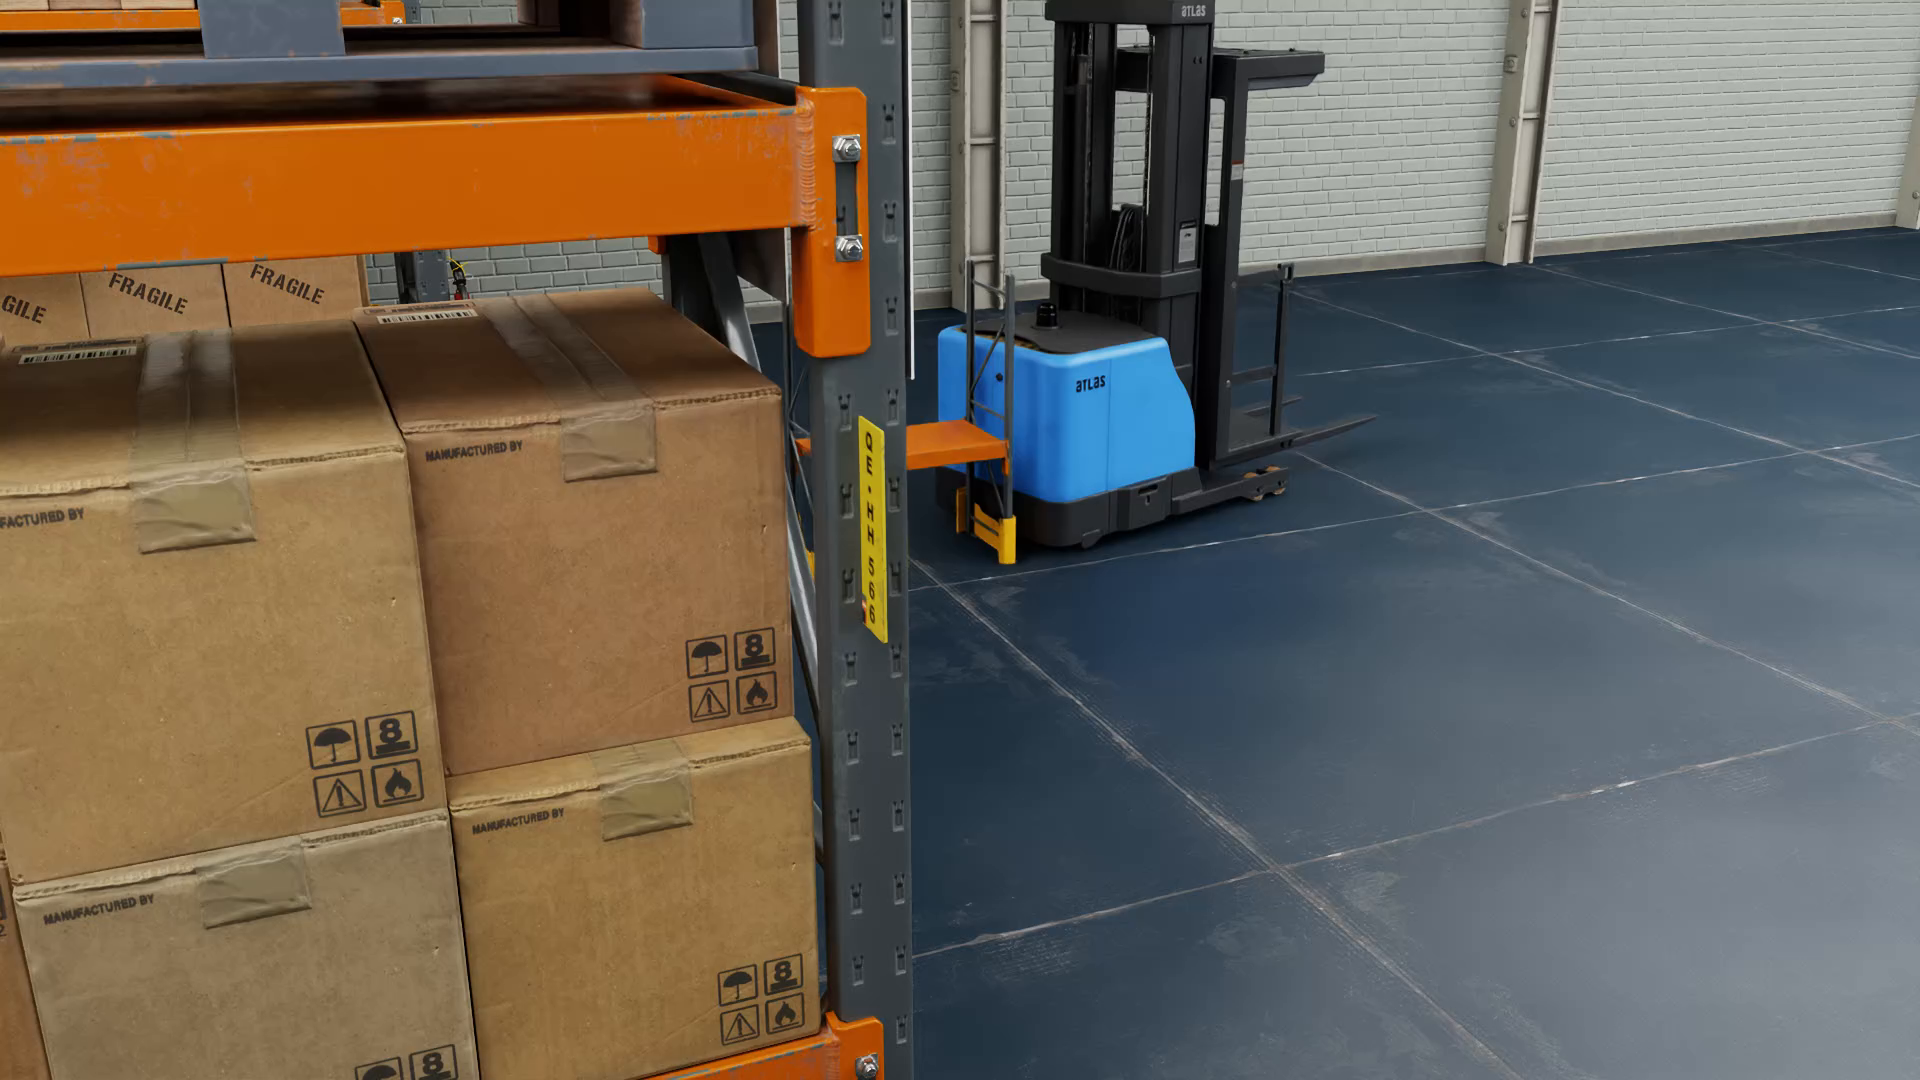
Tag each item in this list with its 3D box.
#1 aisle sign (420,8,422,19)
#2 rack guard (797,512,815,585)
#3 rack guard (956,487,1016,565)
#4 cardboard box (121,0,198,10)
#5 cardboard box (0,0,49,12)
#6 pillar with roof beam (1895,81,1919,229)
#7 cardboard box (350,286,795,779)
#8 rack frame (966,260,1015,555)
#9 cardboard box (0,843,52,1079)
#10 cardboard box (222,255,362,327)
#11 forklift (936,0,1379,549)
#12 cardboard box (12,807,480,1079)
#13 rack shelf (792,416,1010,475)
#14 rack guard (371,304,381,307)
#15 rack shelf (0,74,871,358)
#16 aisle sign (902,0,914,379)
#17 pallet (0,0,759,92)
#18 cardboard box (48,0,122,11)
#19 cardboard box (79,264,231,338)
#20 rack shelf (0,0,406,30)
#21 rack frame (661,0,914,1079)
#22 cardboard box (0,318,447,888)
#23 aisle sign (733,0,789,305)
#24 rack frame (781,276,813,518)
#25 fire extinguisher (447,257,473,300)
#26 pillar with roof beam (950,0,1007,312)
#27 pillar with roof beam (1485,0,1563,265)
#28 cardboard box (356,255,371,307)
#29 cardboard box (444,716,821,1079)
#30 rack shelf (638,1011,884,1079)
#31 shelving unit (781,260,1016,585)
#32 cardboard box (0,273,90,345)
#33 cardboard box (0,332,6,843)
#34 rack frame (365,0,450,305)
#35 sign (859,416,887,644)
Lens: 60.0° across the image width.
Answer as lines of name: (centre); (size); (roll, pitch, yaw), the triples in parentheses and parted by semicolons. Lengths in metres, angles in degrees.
aisle sign: (-2.213, -2.166, 6.743); (0.004, 0.787, 0.394); (-8, 21, -22)
rack guard: (-0.768, 0.061, 8.474); (0.087, 0.250, 0.587); (-9, 21, -24)
rack guard: (0.134, -0.080, 8.872); (0.087, 0.250, 0.587); (-9, 21, -24)
cardboard box: (-3.075, -2.117, 6.380); (0.250, 0.149, 0.380); (-7, 21, -20)
cardboard box: (-3.544, -2.057, 6.209); (0.250, 0.149, 0.380); (-8, 21, -22)
pillar with roof beam: (12.882, -6.601, 14.221); (0.400, 9.000, 9.100); (-8, 21, -22)
cardboard box: (-0.687, -0.067, 2.844); (0.550, 0.550, 0.875); (-8, 21, -22)
rack frame: (0.152, -0.672, 8.672); (0.032, 1.500, 0.500); (-9, 21, -24)
cardboard box: (-1.714, 0.582, 2.626); (0.550, 0.550, 0.875); (-8, 21, -22)
cardboard box: (-2.774, -1.052, 6.896); (0.500, 0.500, 0.500); (-9, 21, -23)
forklift: (1.310, -1.724, 9.504); (3.031, 2.935, 1.130); (-16, 25, -38)
cardboard box: (-1.150, 0.547, 2.726); (0.550, 0.550, 0.875); (-8, 21, -22)
rack shelf: (-0.309, -0.431, 8.529); (1.000, 0.185, 0.538); (-9, 21, -24)
rack guard: (-4.332, -1.358, 12.125); (0.348, 0.500, 1.175); (-8, 21, -22)
rack shelf: (-2.168, -0.336, 2.028); (4.000, 0.370, 1.077); (-8, 21, -22)
aisle sign: (-0.147, -0.668, 2.489); (0.004, 0.787, 0.394); (-8, 21, -22)
pallet: (-1.008, -0.796, 2.384); (1.213, 0.211, 1.003); (-8, 21, -22)
cardboard box: (-3.334, -2.104, 6.343); (0.250, 0.149, 0.380); (-8, 21, -21)
cardboard box: (-3.236, -0.988, 6.713); (0.500, 0.500, 0.500); (-8, 21, -22)
rack shelf: (-4.221, -1.833, 6.277); (4.000, 0.370, 1.077); (-8, 21, -22)
rack frame: (-0.330, 0.477, 3.151); (0.053, 2.616, 0.949); (-8, 21, -22)
cardboard box: (-1.156, 0.033, 2.559); (0.550, 0.550, 0.875); (-8, 21, -22)
aisle sign: (-0.385, -0.851, 3.008); (0.004, 0.787, 0.394); (-8, 21, -22)
rack frame: (-0.769, -0.529, 8.266); (0.032, 1.500, 0.500); (-9, 21, -24)
fire extinguisher: (-2.097, -0.858, 7.060); (0.183, 0.674, 0.296); (-8, 21, -22)
pillar with roof beam: (1.864, -5.023, 9.738); (0.400, 9.000, 9.100); (-8, 21, -22)
pillar with roof beam: (7.373, -5.812, 11.980); (0.400, 9.000, 9.100); (-8, 21, -22)
cardboard box: (-2.930, -1.230, 7.400); (0.500, 0.500, 0.500); (-8, 21, -23)
cardboard box: (-0.654, 0.468, 2.951); (0.550, 0.550, 0.875); (-8, 21, -22)
rack shelf: (-2.168, 1.078, 2.526); (4.000, 0.370, 1.077); (-8, 21, -22)
shelving unit: (-0.317, -0.599, 8.465); (1.083, 1.500, 0.587); (-9, 21, -24)
cardboard box: (-3.696, -0.923, 6.529); (0.500, 0.500, 0.500); (-8, 21, -22)
cardboard box: (-1.724, 0.066, 2.467); (0.550, 0.550, 0.875); (-8, 21, -22)
rack frame: (-2.385, -1.020, 7.403); (0.127, 3.000, 1.000); (-8, 21, -22)
sign: (-0.129, -0.015, 2.447); (0.005, 0.325, 0.100); (-8, 21, -22)
